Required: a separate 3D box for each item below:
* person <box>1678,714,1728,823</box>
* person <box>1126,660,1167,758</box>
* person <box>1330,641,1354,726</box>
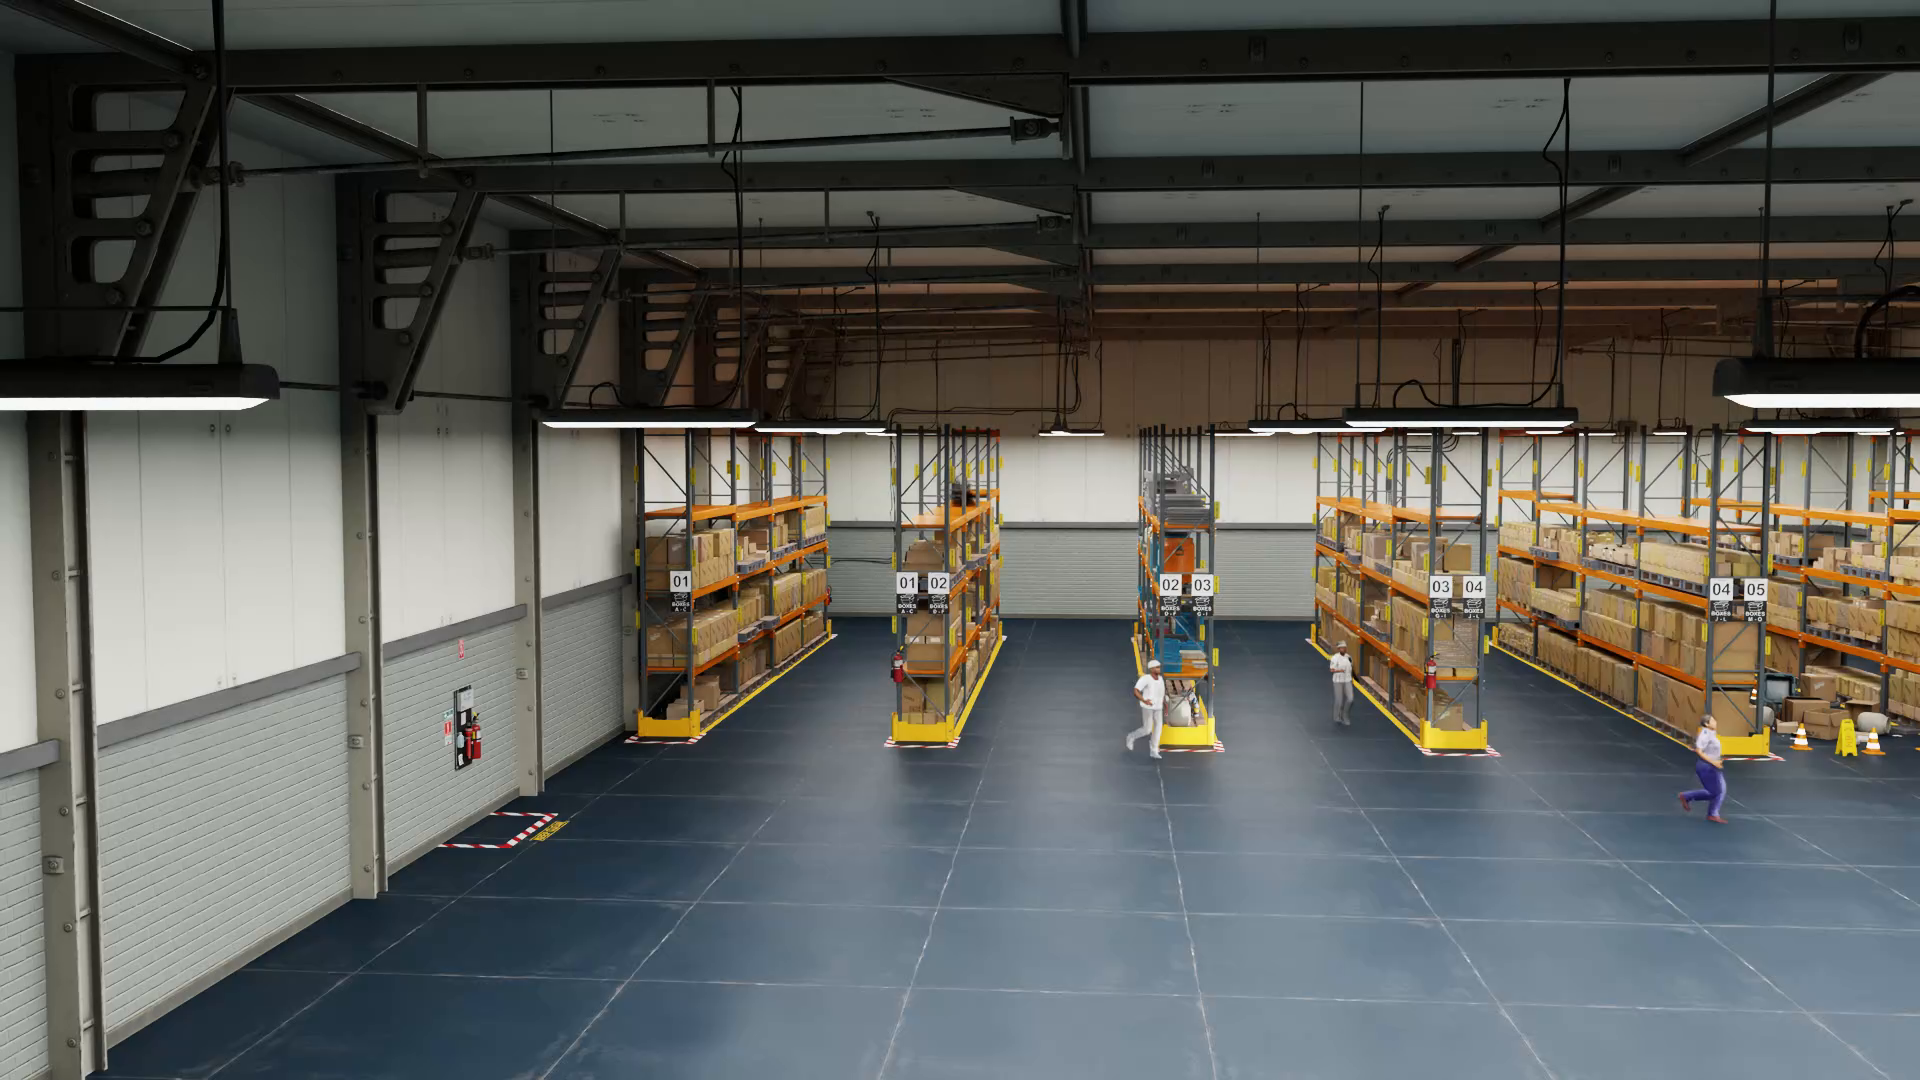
[{"bbox_3d":[11.156,3.415,24.921,0.685,1.623,0.608,2,4,32],"label":"person"},{"bbox_3d":[3.484,3.032,30.048,0.764,1.719,0.866,-3,4,-37],"label":"person"},{"bbox_3d":[7.655,2.867,33.201,0.558,1.723,0.667,0,3,-7],"label":"person"}]
